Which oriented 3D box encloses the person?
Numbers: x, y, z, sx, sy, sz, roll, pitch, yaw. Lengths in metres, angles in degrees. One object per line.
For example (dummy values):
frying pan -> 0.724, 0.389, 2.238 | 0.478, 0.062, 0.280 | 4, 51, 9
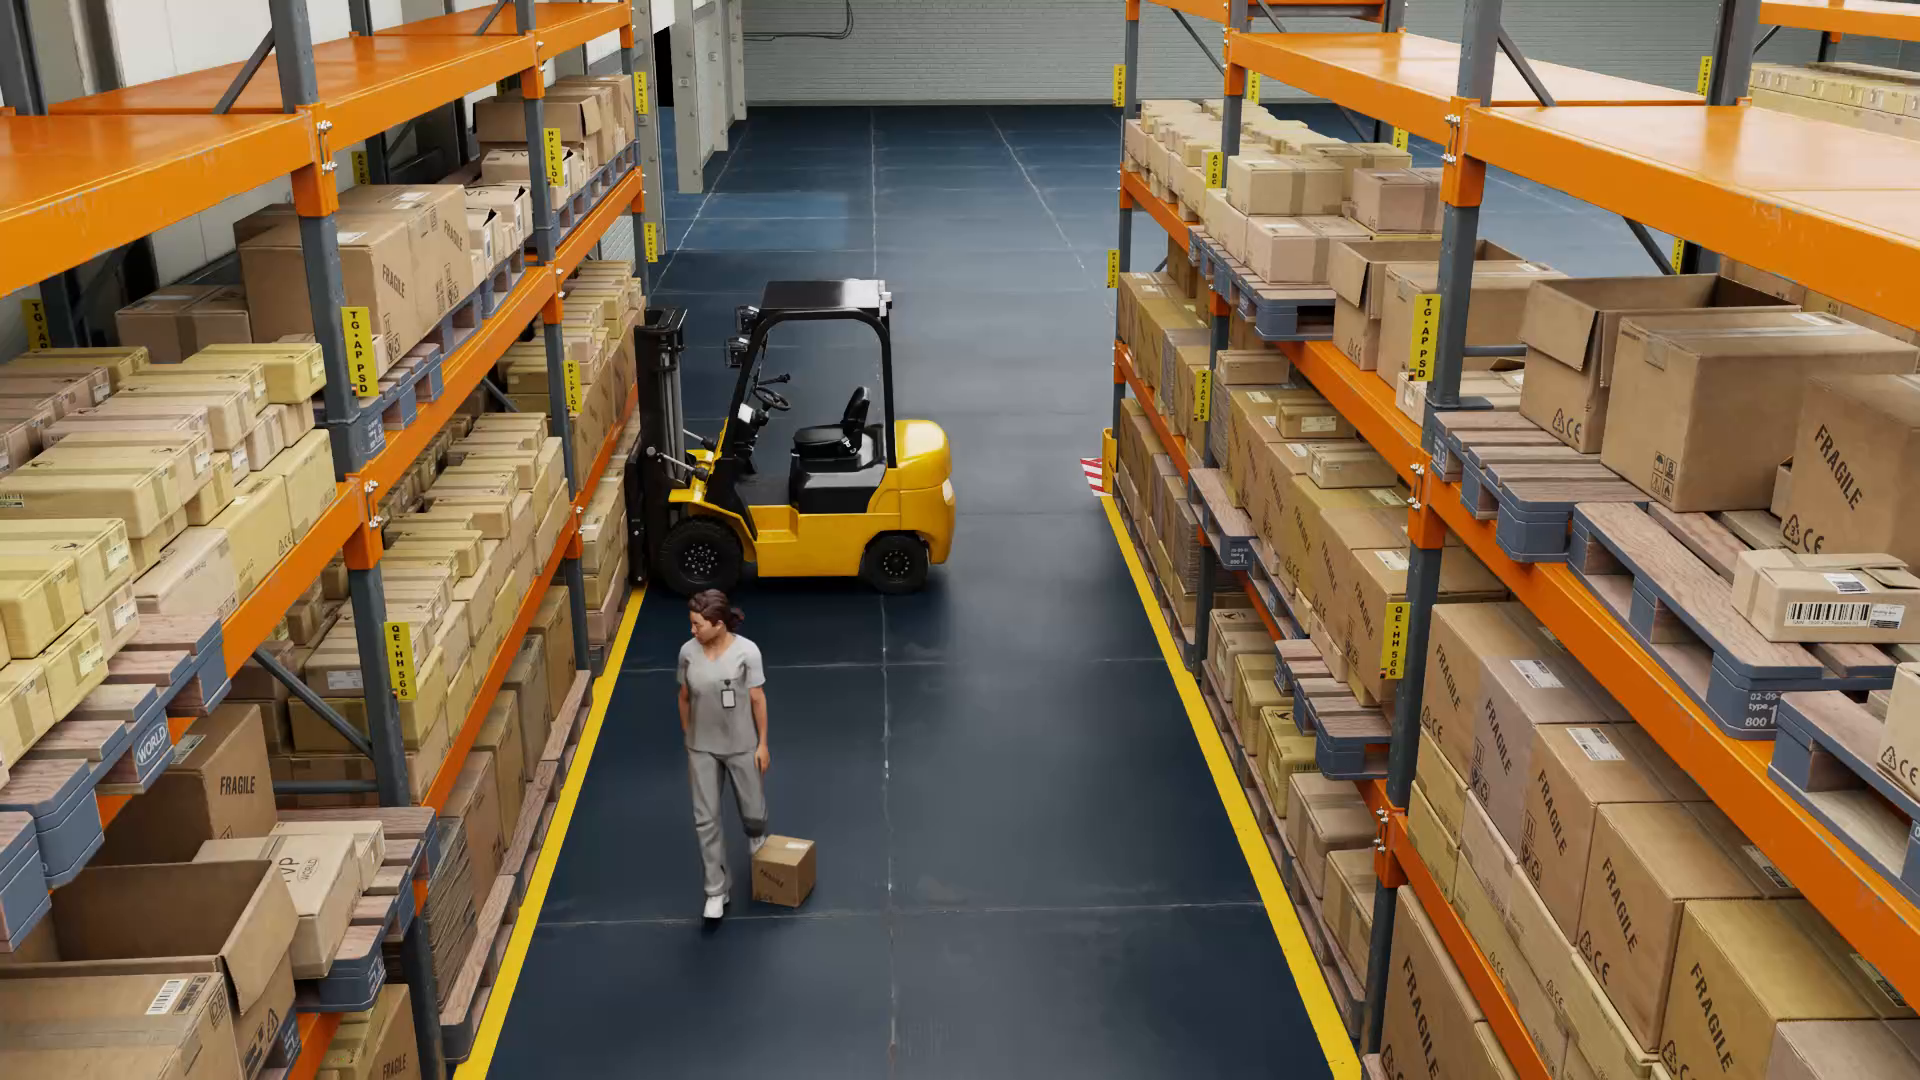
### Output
person -> -1.178, 1.019, 8.314 | 0.467, 1.665, 0.747 | 1, 21, 3
